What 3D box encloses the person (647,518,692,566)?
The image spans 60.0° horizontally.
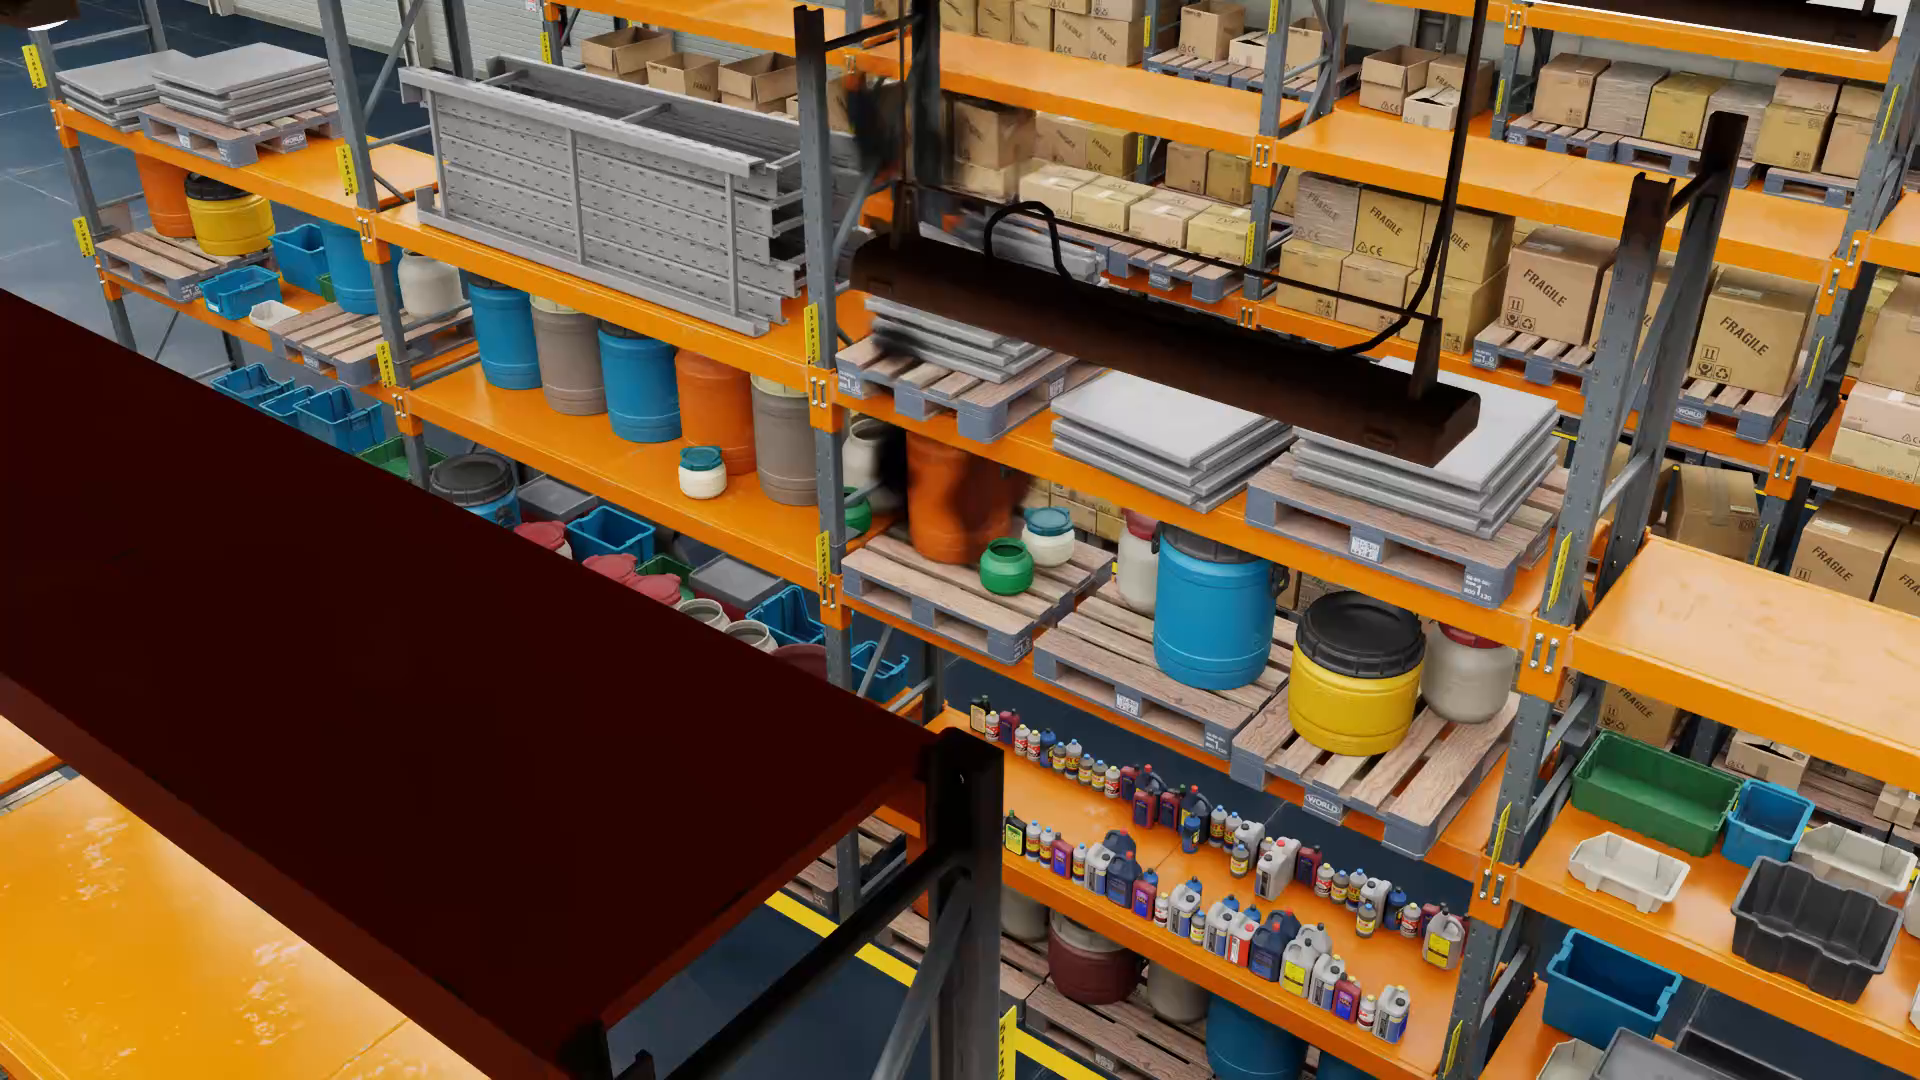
[{"bbox_3d":[-2.479,-0.152,13.949,0.532,1.621,0.628,27,40,36],"label":"person"}]
